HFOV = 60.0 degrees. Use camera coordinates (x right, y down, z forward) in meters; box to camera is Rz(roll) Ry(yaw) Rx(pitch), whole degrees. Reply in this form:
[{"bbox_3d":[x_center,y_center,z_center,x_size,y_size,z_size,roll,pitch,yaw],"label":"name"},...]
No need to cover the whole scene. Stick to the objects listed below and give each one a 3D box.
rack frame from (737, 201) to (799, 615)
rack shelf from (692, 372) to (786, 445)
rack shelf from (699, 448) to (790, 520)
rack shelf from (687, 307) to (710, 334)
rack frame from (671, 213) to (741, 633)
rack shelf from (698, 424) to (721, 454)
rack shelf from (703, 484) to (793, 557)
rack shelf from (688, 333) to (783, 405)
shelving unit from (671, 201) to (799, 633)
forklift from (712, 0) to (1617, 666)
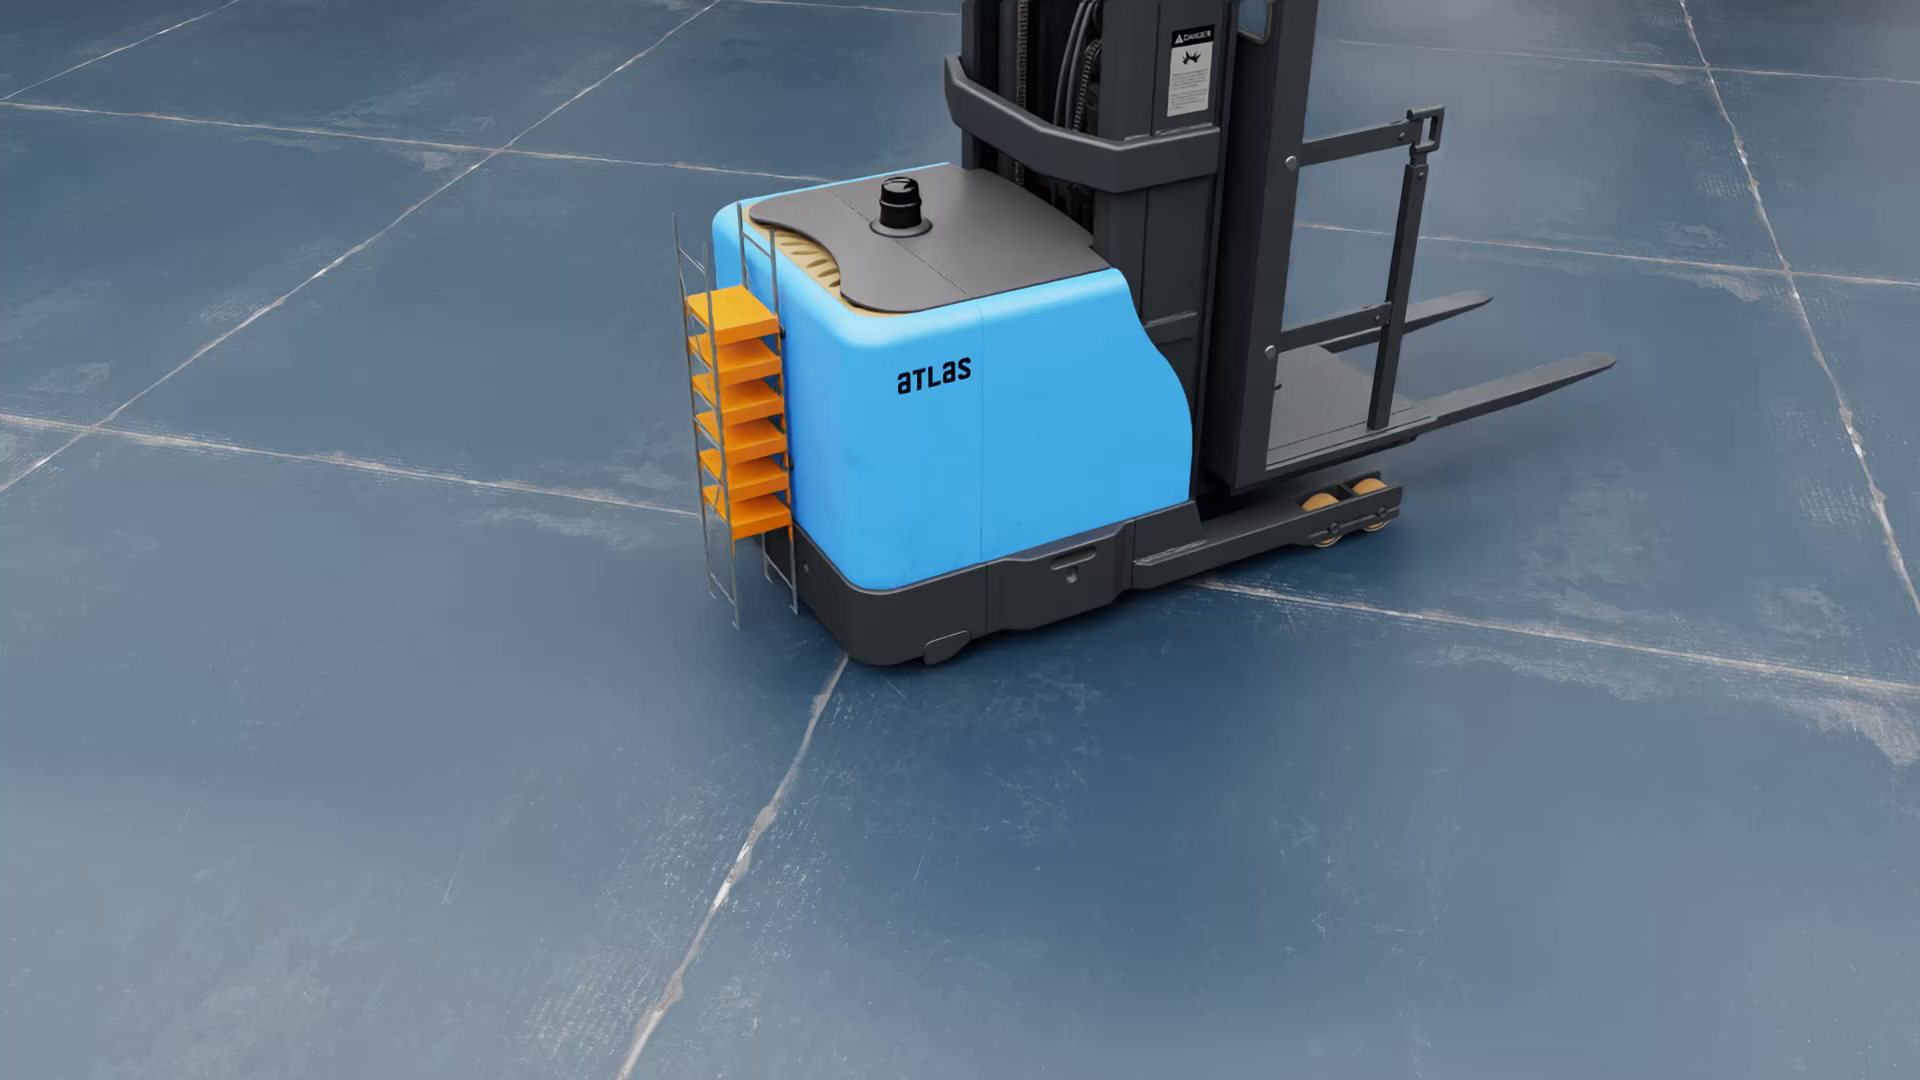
[{"bbox_3d":[-0.536,-0.341,4.668,0.006,1.200,0.240,-16,36,-24],"label":"rack frame"},{"bbox_3d":[-0.616,-0.381,4.591,0.180,0.103,0.258,-16,36,-24],"label":"rack shelf"},{"bbox_3d":[-0.616,-0.179,4.719,0.180,0.103,0.258,-16,36,-24],"label":"rack shelf"},{"bbox_3d":[-0.616,-0.601,4.451,0.166,0.020,0.199,-16,36,-24],"label":"rack shelf"},{"bbox_3d":[-0.697,-0.294,4.594,0.006,1.200,0.240,-16,36,-24],"label":"rack frame"},{"bbox_3d":[-0.616,-0.297,4.644,0.166,0.020,0.199,-16,36,-24],"label":"rack shelf"},{"bbox_3d":[-0.616,-0.078,4.784,0.180,0.103,0.258,-16,36,-24],"label":"rack shelf"},{"bbox_3d":[-0.616,-0.483,4.526,0.180,0.103,0.258,-16,36,-24],"label":"rack shelf"},{"bbox_3d":[-0.616,-0.318,4.631,0.189,1.200,0.258,-16,36,-24],"label":"shelving unit"},{"bbox_3d":[0.818,-1.409,4.817,3.031,2.843,1.129,-16,36,-24],"label":"forklift"}]
